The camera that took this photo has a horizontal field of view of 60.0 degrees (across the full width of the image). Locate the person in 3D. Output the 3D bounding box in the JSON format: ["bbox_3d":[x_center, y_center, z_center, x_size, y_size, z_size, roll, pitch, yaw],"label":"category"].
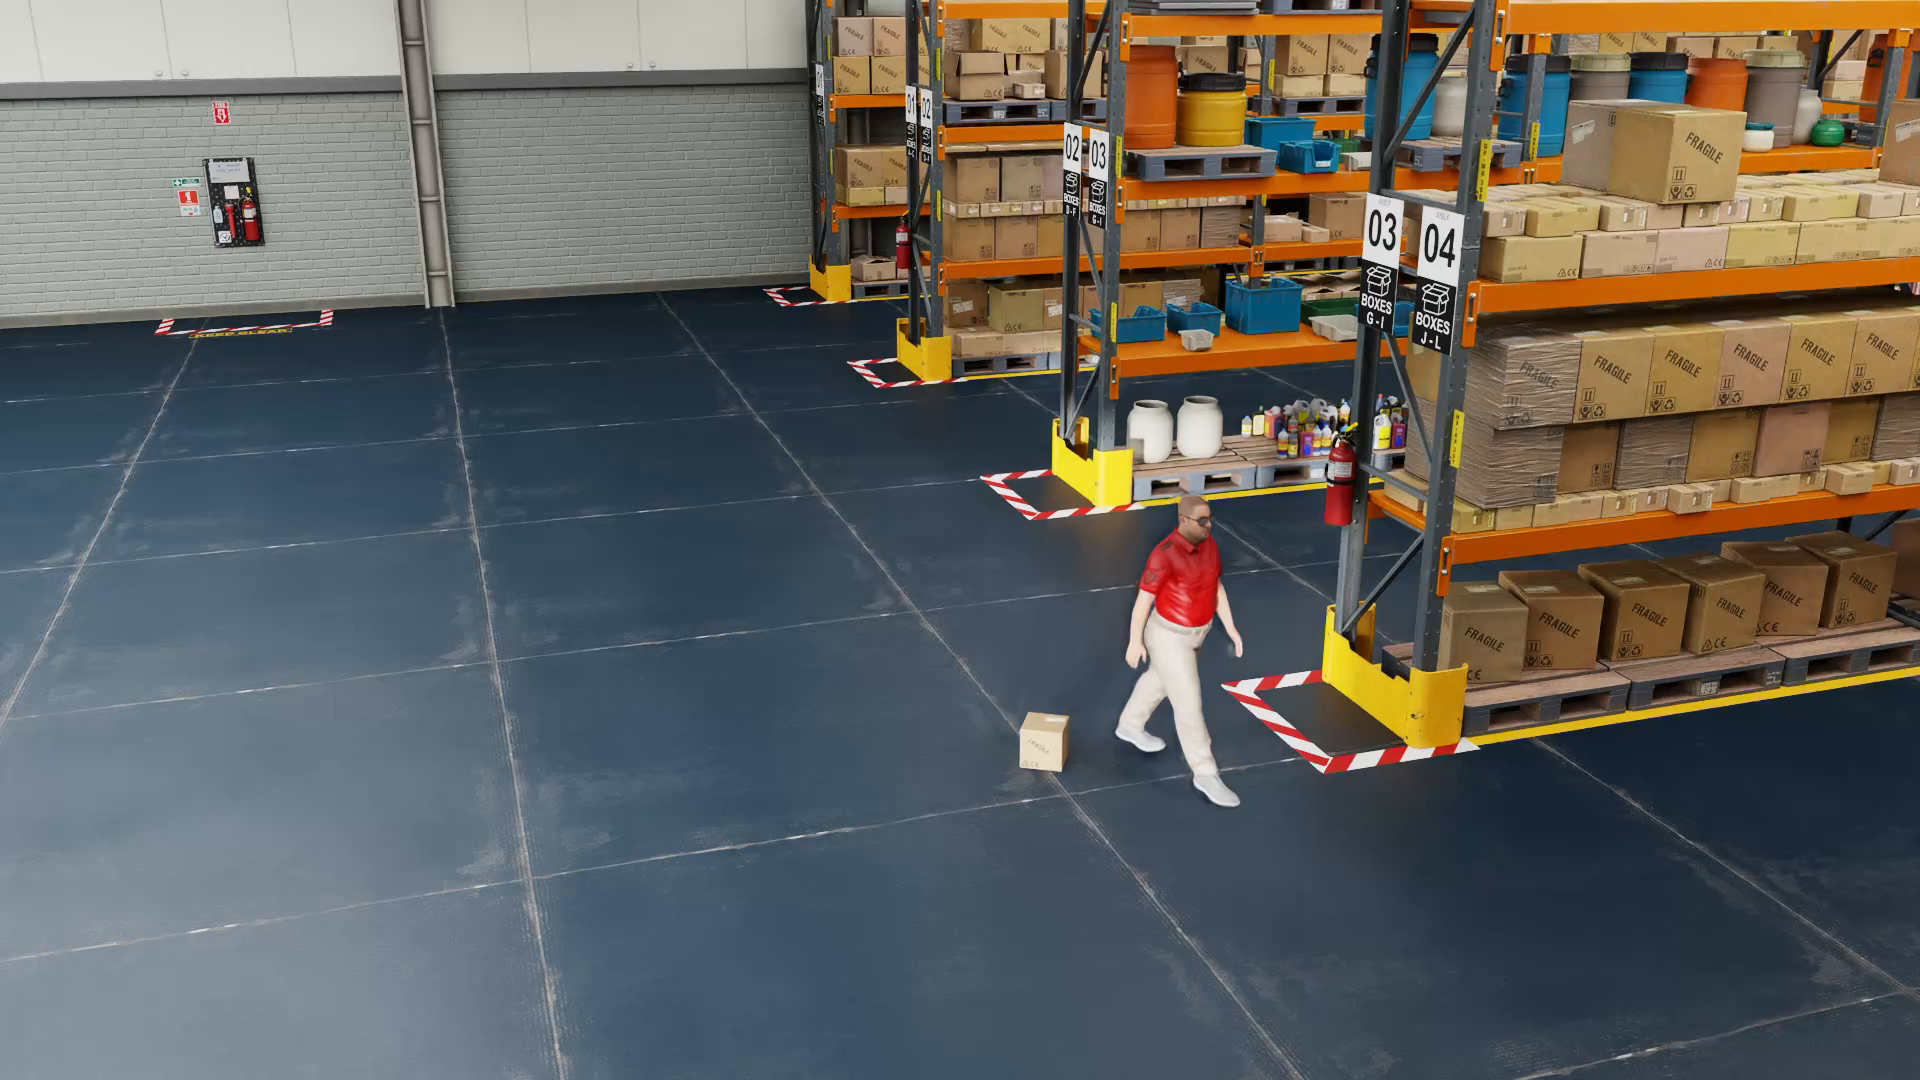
[{"bbox_3d":[1.288,0.555,9.492,0.991,1.694,0.575,15,24,36],"label":"person"}]
